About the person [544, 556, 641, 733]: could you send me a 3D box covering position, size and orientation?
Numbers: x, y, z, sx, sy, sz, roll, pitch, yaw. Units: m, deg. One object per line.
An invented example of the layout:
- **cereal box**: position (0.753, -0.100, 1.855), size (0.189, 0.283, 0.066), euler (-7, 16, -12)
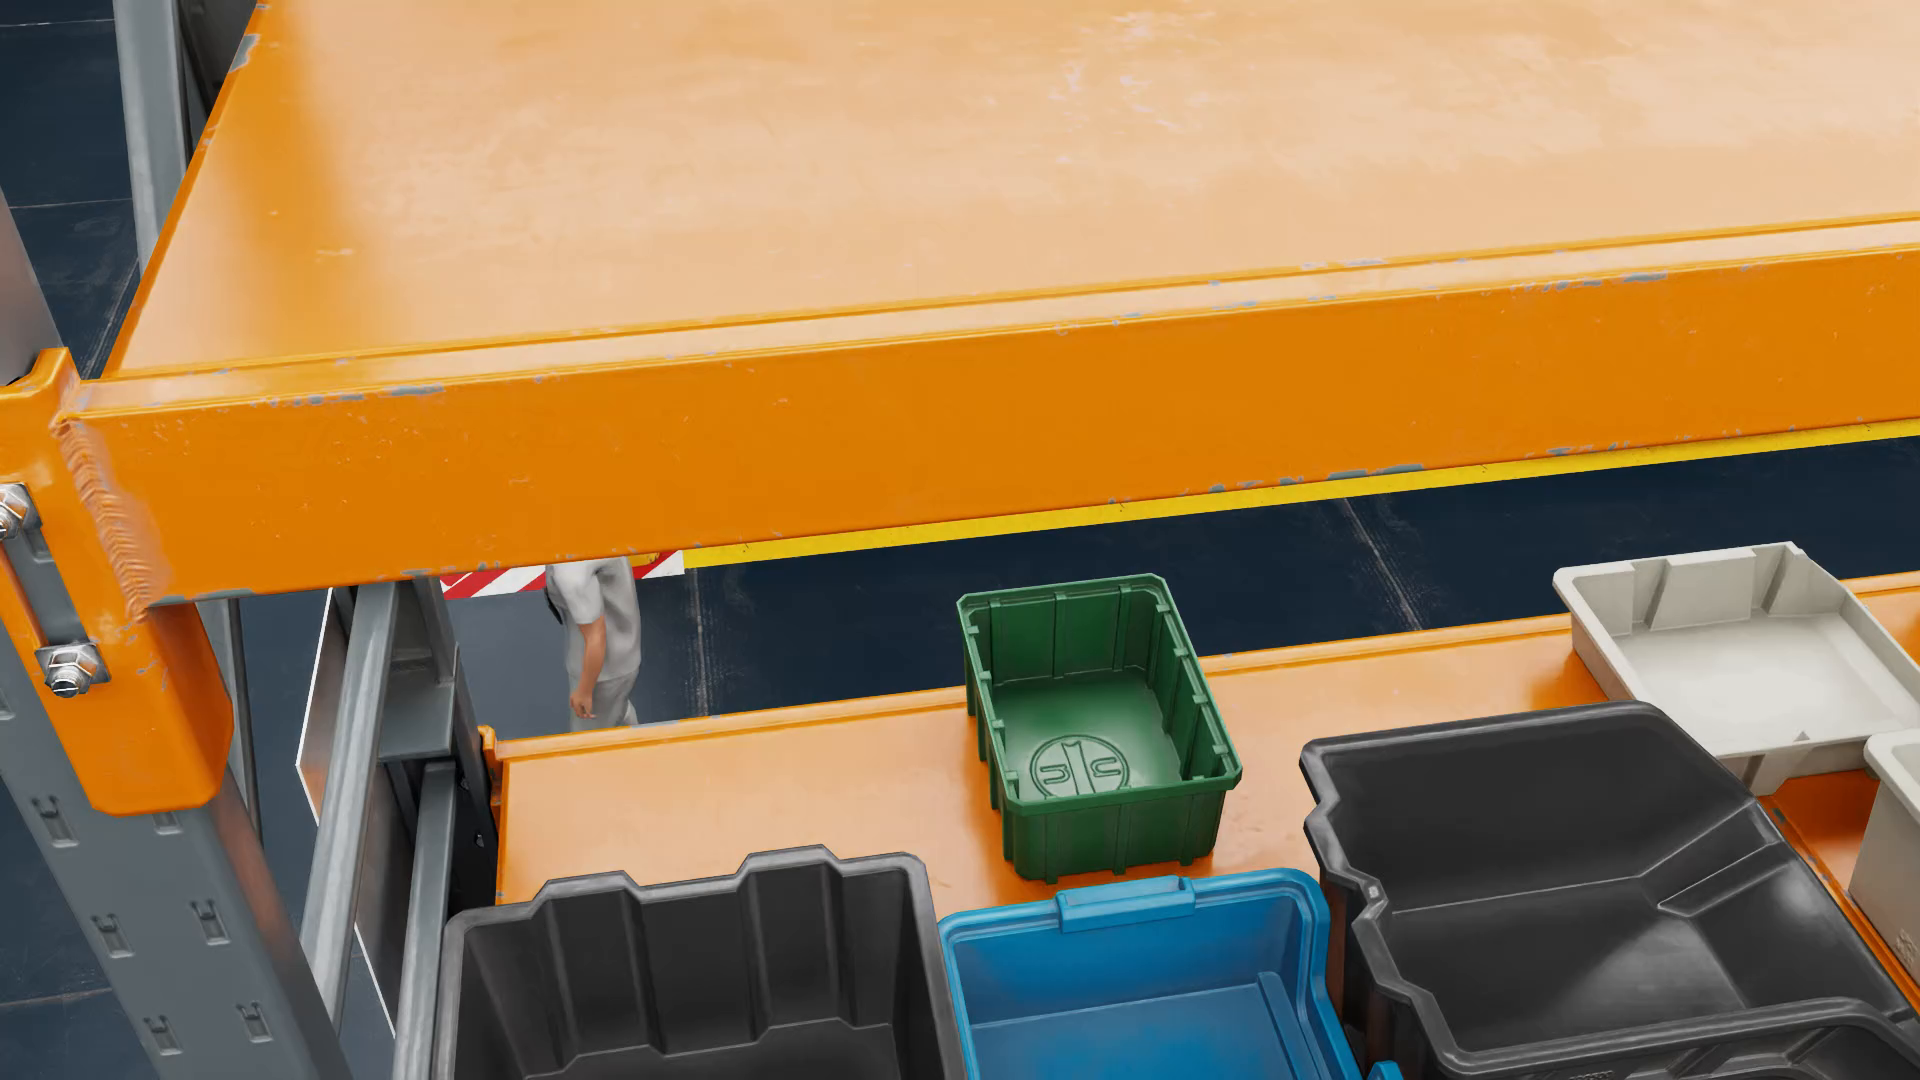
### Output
- **person**: position (-1.277, 0.389, 5.670), size (0.403, 1.673, 0.488), euler (-6, 39, -8)
